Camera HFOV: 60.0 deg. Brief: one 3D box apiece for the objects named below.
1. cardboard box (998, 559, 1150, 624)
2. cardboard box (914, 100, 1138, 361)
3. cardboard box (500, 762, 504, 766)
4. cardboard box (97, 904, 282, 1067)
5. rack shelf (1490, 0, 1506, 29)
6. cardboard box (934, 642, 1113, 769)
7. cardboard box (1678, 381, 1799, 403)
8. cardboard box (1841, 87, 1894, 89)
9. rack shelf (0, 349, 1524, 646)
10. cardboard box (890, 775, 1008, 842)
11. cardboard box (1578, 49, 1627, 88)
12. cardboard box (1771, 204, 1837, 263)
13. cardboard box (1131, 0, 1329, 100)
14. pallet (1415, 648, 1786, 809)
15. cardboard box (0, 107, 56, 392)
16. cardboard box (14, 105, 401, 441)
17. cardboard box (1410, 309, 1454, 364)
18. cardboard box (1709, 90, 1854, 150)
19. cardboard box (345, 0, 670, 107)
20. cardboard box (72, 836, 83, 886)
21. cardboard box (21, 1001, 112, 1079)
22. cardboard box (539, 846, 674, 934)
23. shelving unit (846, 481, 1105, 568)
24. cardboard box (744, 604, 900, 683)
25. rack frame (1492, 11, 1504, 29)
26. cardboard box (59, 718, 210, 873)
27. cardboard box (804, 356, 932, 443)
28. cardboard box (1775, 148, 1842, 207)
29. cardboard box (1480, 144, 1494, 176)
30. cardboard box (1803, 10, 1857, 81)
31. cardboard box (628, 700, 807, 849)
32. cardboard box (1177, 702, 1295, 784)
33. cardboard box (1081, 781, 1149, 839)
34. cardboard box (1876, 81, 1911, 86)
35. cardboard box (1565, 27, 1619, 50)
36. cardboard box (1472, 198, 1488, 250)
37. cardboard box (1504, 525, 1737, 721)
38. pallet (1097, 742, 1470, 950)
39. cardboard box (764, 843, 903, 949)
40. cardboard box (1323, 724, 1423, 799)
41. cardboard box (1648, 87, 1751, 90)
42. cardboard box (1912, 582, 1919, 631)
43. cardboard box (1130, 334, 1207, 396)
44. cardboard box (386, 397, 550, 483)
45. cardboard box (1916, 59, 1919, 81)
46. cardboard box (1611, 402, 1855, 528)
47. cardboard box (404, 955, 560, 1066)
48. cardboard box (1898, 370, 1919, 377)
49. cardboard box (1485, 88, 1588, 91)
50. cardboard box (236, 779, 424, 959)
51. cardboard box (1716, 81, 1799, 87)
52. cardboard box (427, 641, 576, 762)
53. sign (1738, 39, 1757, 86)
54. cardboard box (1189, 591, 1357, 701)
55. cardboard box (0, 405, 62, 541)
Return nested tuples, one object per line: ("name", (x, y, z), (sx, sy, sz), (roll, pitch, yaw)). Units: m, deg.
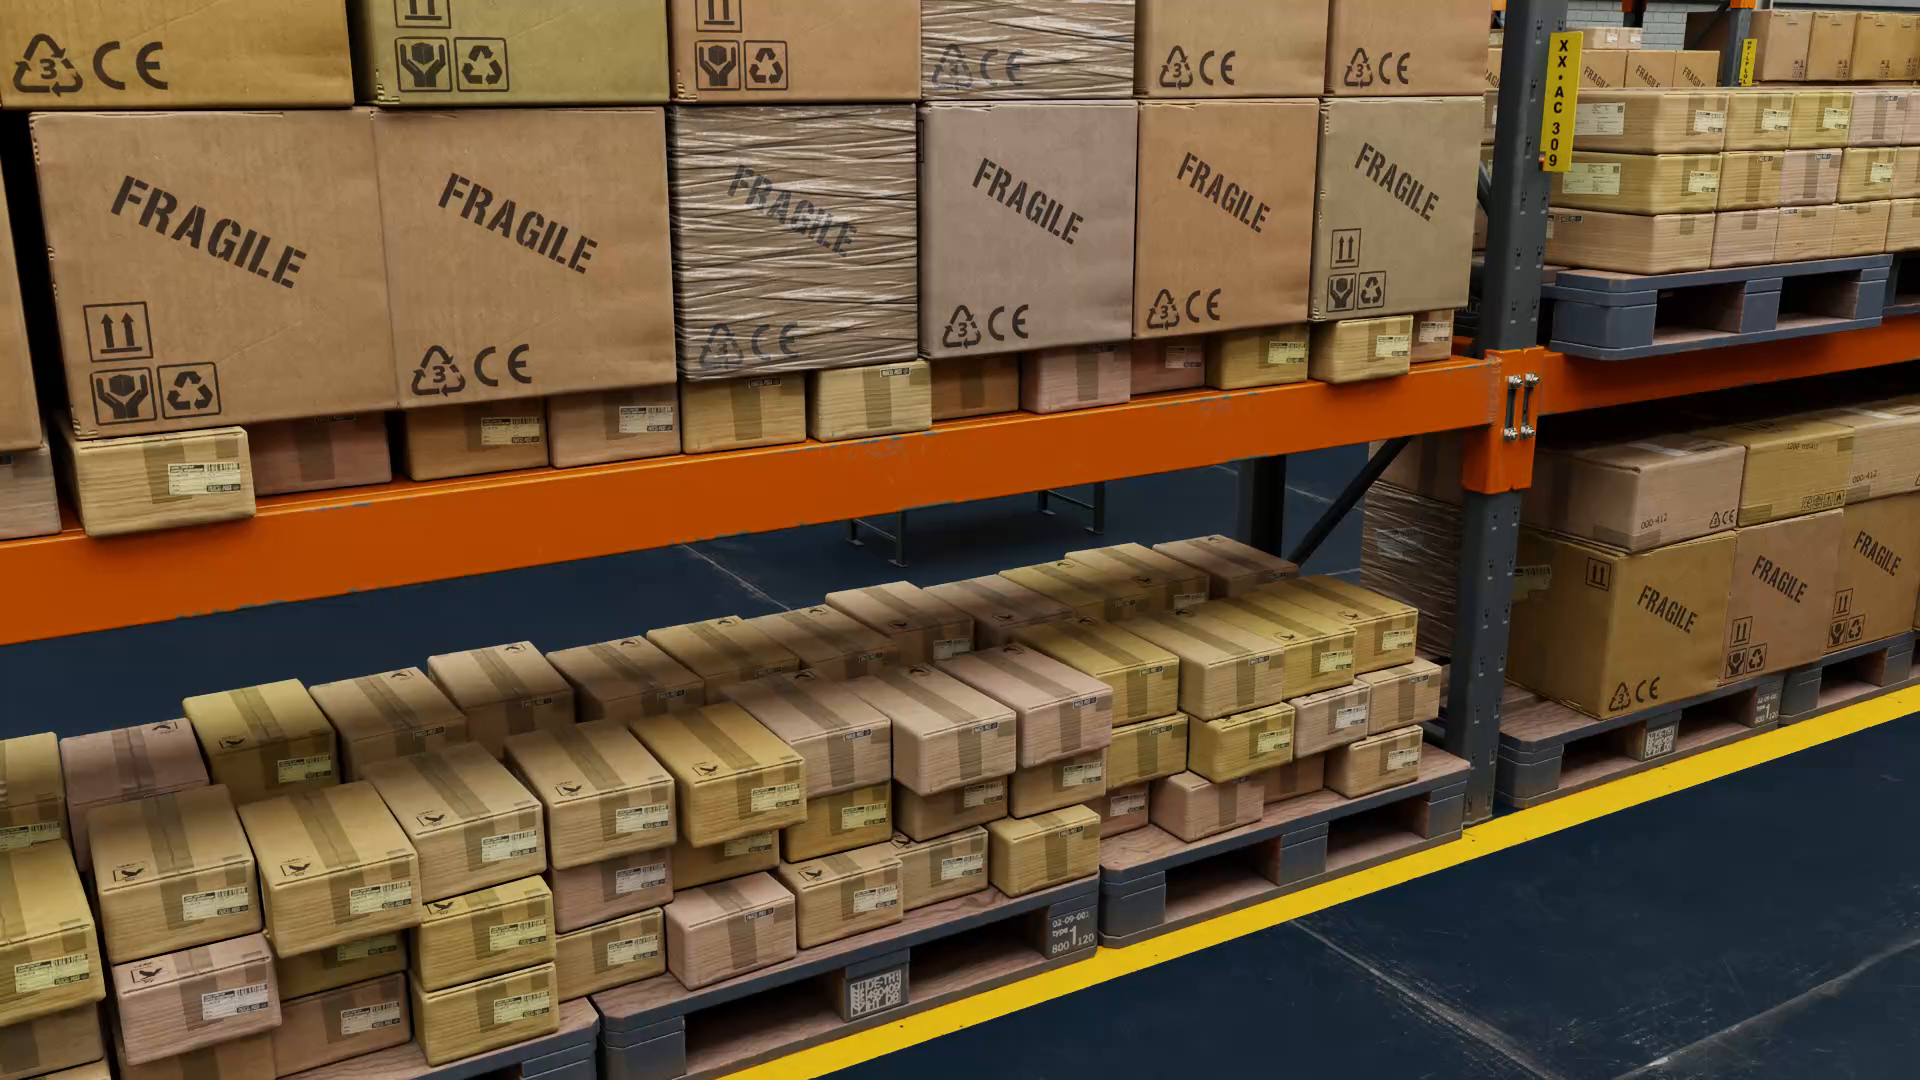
("cardboard box", (0.310, 0.185, 4.596), (0.250, 0.149, 0.380), (-9, 18, -30))
("cardboard box", (0.028, -0.689, 3.573), (0.500, 0.500, 0.500), (-9, 18, -30))
("cardboard box", (-1.072, 0.526, 3.930), (0.250, 0.149, 0.380), (-9, 18, -29))
("cardboard box", (-1.414, 0.774, 3.043), (0.250, 0.149, 0.380), (-9, 18, -30))
("rack shelf", (4.546, -5.538, 17.383), (4.000, 0.370, 1.077), (-9, 18, -30))
("cardboard box", (0.143, 0.381, 3.894), (0.250, 0.149, 0.380), (-10, 19, -32))
("cardboard box", (2.571, -0.437, 5.877), (0.500, 0.250, 0.500), (-10, 19, -32))
("cardboard box", (2.977, -1.492, 5.760), (0.250, 0.149, 0.380), (-9, 18, -28))
("rack shelf", (-0.545, -0.146, 3.707), (4.000, 0.370, 1.077), (-9, 18, -30))
("cardboard box", (-0.096, 0.541, 3.877), (0.250, 0.149, 0.380), (-10, 19, -32))
("cardboard box", (4.244, -3.151, 11.577), (0.500, 0.500, 0.500), (-9, 18, -28))
("cardboard box", (2.195, -0.874, 4.657), (0.250, 0.149, 0.380), (-9, 18, -29))
("cardboard box", (0.466, -1.242, 3.696), (0.500, 0.500, 0.500), (-10, 18, -31))
("pallet", (1.836, 0.464, 5.365), (1.213, 0.211, 1.003), (-9, 18, -30))
("cardboard box", (-1.562, -0.598, 3.251), (0.500, 0.500, 0.500), (-10, 18, -31))
("cardboard box", (-1.286, -0.485, 2.845), (0.500, 0.500, 0.500), (-9, 18, -30))
("cardboard box", (1.046, -0.556, 4.300), (0.250, 0.149, 0.380), (-9, 18, -30))
("cardboard box", (2.201, -1.162, 4.582), (0.250, 0.149, 0.380), (-9, 18, -29))
("cardboard box", (-0.851, -1.027, 2.928), (0.500, 0.500, 0.500), (-10, 18, -31))
("cardboard box", (-1.953, 0.673, 3.403), (0.250, 0.149, 0.380), (-10, 18, -31))
("cardboard box", (-1.645, 0.957, 2.942), (0.250, 0.149, 0.380), (-9, 18, -29))
("cardboard box", (-0.795, 0.650, 3.485), (0.250, 0.149, 0.380), (-10, 19, -32))
("shelving unit", (0.073, -0.734, 7.250), (1.048, 1.500, 0.538), (-9, 18, -30))
("cardboard box", (-0.353, 0.300, 4.185), (0.250, 0.149, 0.380), (-10, 19, -32))
("rack frame", (6.261, -4.718, 18.683), (0.127, 3.000, 1.000), (-9, 18, -30))
("cardboard box", (-1.691, 0.516, 3.415), (0.250, 0.149, 0.380), (-9, 18, -29))
("cardboard box", (-0.258, -0.322, 3.466), (0.250, 0.149, 0.380), (-9, 18, -29))
("cardboard box", (2.187, -1.016, 4.613), (0.250, 0.149, 0.380), (-9, 18, -28))
("cardboard box", (1.409, -1.096, 4.899), (0.250, 0.149, 0.380), (-9, 18, -28))
("cardboard box", (6.329, -3.764, 12.690), (0.500, 0.500, 0.700), (-9, 18, -29))
("cardboard box", (-0.517, 0.488, 3.514), (0.250, 0.149, 0.380), (-9, 18, -29))
("cardboard box", (0.617, 0.456, 4.179), (0.250, 0.149, 0.380), (-10, 18, -32))
("cardboard box", (0.262, 0.610, 4.179), (0.250, 0.149, 0.380), (-10, 18, -31))
("cardboard box", (7.190, -3.419, 13.312), (0.500, 0.500, 0.500), (-9, 18, -29))
("cardboard box", (4.305, -3.461, 11.483), (0.250, 0.149, 0.380), (-10, 19, -32))
("cardboard box", (1.408, -0.953, 4.939), (0.250, 0.149, 0.380), (-10, 18, -31))
("cardboard box", (1.940, 0.189, 5.030), (0.500, 0.500, 0.500), (-8, 18, -28))
("pallet", (0.612, 0.674, 4.616), (1.213, 0.211, 1.003), (-9, 18, -30))
("cardboard box", (-0.326, 0.739, 3.720), (0.250, 0.149, 0.380), (-9, 18, -30))
("cardboard box", (1.009, 0.533, 4.454), (0.250, 0.149, 0.380), (-9, 18, -29))
("cardboard box", (2.303, -1.382, 5.368), (0.250, 0.149, 0.380), (-10, 18, -32))
("cardboard box", (3.277, -0.025, 5.794), (0.500, 0.500, 0.500), (-10, 19, -32))
("cardboard box", (0.365, -0.451, 3.928), (0.250, 0.149, 0.380), (-10, 18, -31))
("cardboard box", (-0.961, -0.233, 3.147), (0.250, 0.149, 0.380), (-9, 18, -30))
("cardboard box", (7.673, -3.958, 13.383), (0.500, 0.500, 0.700), (-9, 18, -30))
("cardboard box", (2.395, -0.246, 5.195), (0.500, 0.250, 0.500), (-9, 18, -28))
("cardboard box", (-0.978, 0.856, 3.304), (0.250, 0.149, 0.380), (-9, 18, -29))
("cardboard box", (3.720, -0.458, 5.950), (0.500, 0.250, 0.500), (-9, 18, -29))
("cardboard box", (1.643, -1.277, 4.992), (0.250, 0.149, 0.380), (-10, 18, -31))
("cardboard box", (-1.178, 0.604, 3.100), (0.250, 0.149, 0.380), (-9, 18, -30))
("cardboard box", (5.912, -3.202, 12.539), (0.500, 0.500, 0.500), (-9, 18, -30))
("cardboard box", (-1.078, 0.379, 3.903), (0.250, 0.149, 0.380), (-8, 18, -28))
("sign", (5.680, -3.443, 11.991), (0.005, 0.325, 0.100), (-9, 18, -30))
("cardboard box", (0.800, 0.268, 4.299), (0.250, 0.149, 0.380), (-9, 18, -29))
("cardboard box", (-1.615, -0.108, 2.702), (0.250, 0.149, 0.380), (-8, 18, -28))
